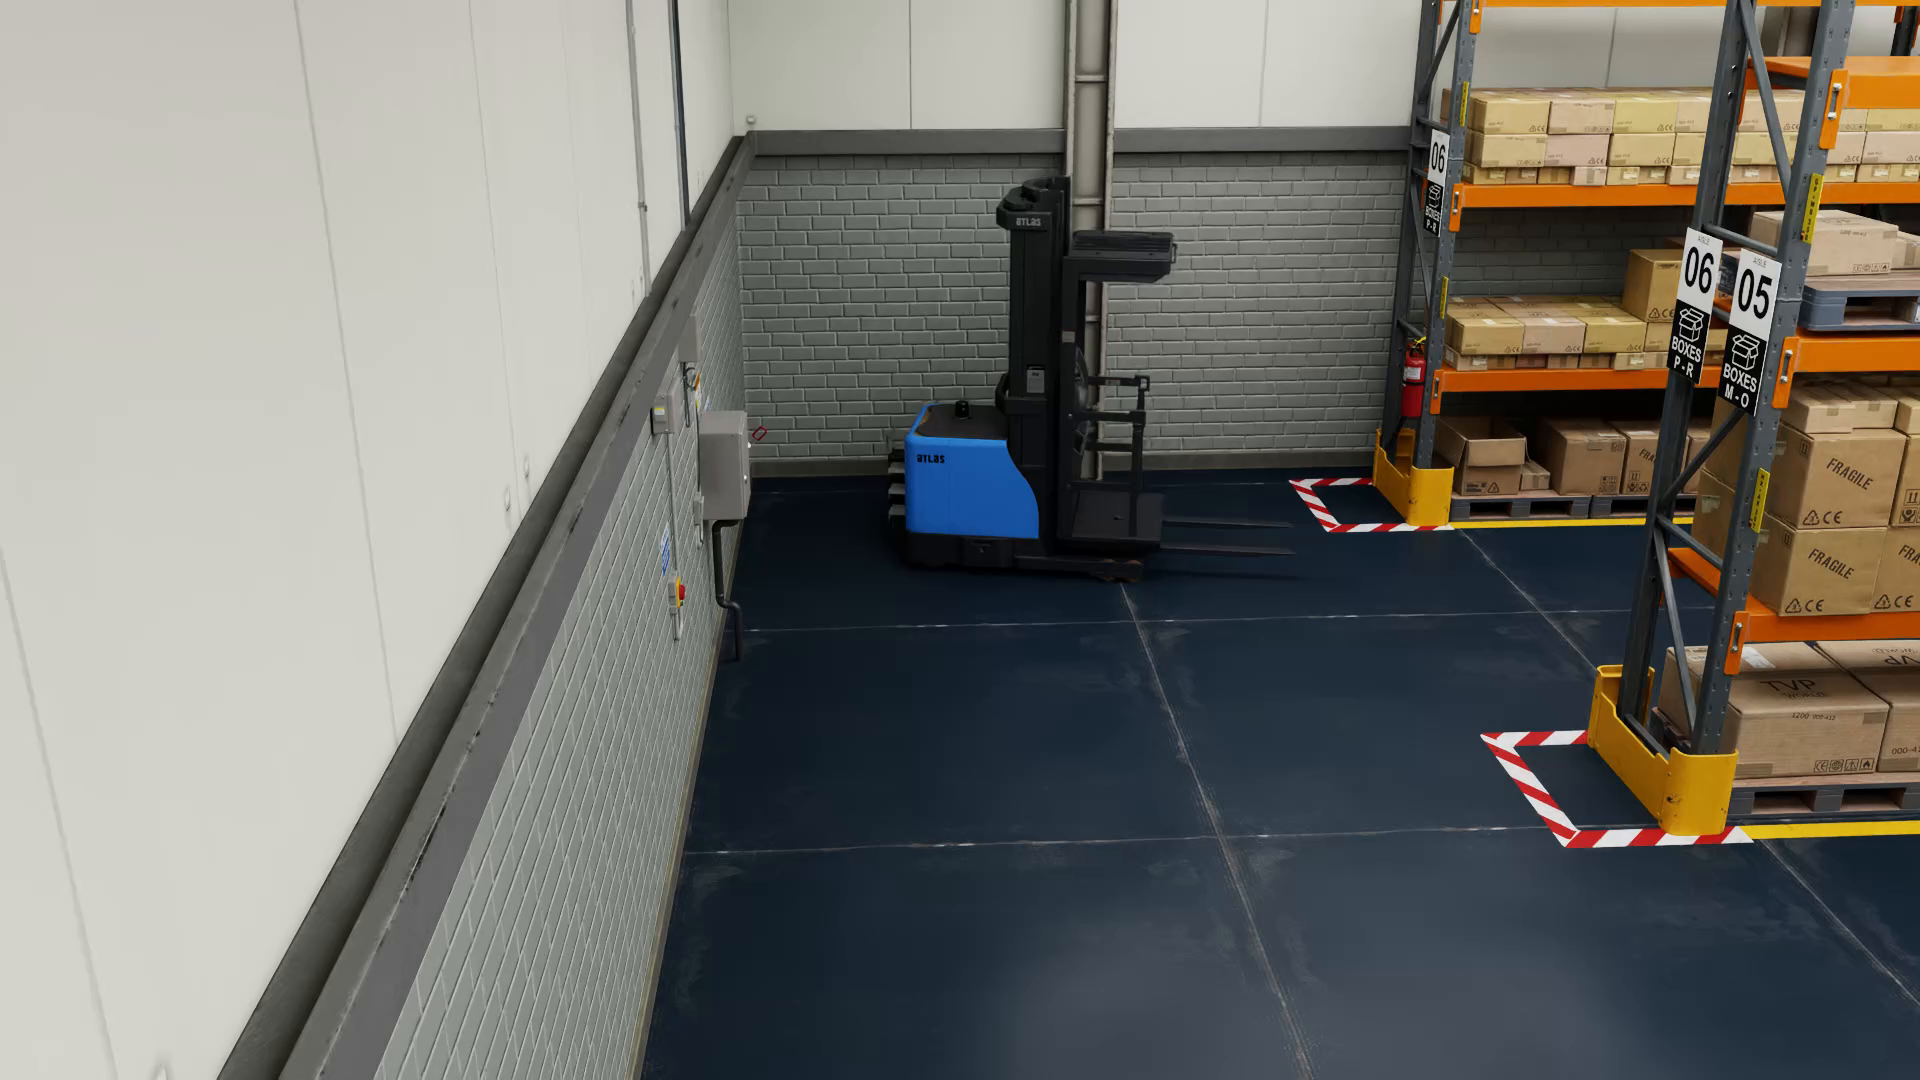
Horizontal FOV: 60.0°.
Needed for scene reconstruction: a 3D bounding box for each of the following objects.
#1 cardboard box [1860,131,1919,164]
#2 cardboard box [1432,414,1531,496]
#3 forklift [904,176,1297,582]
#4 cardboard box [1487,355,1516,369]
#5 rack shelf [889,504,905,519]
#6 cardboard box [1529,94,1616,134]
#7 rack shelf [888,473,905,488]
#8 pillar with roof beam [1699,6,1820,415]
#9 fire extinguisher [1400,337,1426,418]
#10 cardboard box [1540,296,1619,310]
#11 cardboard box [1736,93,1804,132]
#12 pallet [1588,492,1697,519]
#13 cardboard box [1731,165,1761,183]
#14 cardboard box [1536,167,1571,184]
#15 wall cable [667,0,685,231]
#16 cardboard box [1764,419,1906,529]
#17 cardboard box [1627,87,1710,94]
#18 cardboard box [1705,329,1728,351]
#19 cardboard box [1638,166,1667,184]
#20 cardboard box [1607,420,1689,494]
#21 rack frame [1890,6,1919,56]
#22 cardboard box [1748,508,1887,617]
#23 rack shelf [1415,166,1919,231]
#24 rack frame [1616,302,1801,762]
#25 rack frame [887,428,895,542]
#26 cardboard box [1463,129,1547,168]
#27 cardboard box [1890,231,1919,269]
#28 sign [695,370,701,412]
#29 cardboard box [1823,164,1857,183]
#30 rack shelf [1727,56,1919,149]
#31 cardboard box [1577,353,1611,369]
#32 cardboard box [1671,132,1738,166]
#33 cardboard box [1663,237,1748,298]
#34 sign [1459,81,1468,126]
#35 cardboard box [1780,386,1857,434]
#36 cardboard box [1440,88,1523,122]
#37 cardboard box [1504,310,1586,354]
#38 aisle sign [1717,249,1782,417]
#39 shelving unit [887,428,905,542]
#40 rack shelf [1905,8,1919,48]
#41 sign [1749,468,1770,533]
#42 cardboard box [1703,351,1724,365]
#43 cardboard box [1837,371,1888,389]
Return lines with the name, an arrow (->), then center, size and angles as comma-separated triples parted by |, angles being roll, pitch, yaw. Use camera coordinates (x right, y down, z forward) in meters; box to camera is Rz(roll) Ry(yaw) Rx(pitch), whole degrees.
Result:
cardboard box -> 7.353, -3.176, 13.325 | 0.500, 0.250, 0.500 | -1, 21, -3
cardboard box -> 4.443, -0.731, 14.244 | 0.637, 0.503, 0.797 | -2, 21, -5
forklift -> 1.120, -1.248, 12.779 | 3.031, 2.935, 1.130 | 3, 21, 7
cardboard box -> 4.422, -1.536, 13.794 | 0.250, 0.149, 0.380 | -1, 21, -2
rack shelf -> -0.462, -0.245, 13.598 | 0.200, 0.077, 0.258 | 3, 21, 7
cardboard box -> 4.793, -3.351, 13.081 | 0.500, 0.250, 0.500 | -1, 21, -3
rack shelf -> -0.462, -0.497, 13.502 | 0.200, 0.077, 0.258 | 3, 21, 7
pillar with roof beam -> 7.319, -3.385, 9.864 | 0.400, 9.000, 9.100 | -1, 21, -3
fire extinguisher -> 3.706, -1.345, 13.572 | 0.183, 0.674, 0.296 | -1, 21, -3
cardboard box -> 5.280, -1.914, 14.225 | 0.500, 0.250, 0.500 | -1, 21, -1
cardboard box -> 6.317, -3.392, 13.189 | 0.500, 0.250, 0.500 | -1, 21, -2
pallet -> 5.914, -0.461, 14.537 | 1.213, 0.211, 1.003 | -1, 21, -3
cardboard box -> 6.200, -2.964, 13.329 | 0.250, 0.149, 0.380 | -1, 21, -3
cardboard box -> 4.676, -2.945, 13.278 | 0.250, 0.149, 0.380 | -1, 21, -3
wall cable -> -1.589, -2.815, 8.368 | 0.029, 3.000, 2.355 | -1, 21, -3
cardboard box -> 4.609, -0.382, 8.864 | 0.500, 0.500, 0.500 | -2, 21, -4
cardboard box -> 5.789, -3.561, 13.632 | 0.500, 0.250, 0.500 | -1, 21, -3
cardboard box -> 6.328, -1.755, 13.808 | 0.500, 0.250, 0.500 | -1, 21, -3
cardboard box -> 5.435, -2.948, 13.287 | 0.250, 0.149, 0.380 | -1, 21, -4
cardboard box -> 5.832, -0.709, 14.189 | 0.500, 0.500, 0.500 | -1, 21, -2
rack frame -> 7.820, -4.608, 13.077 | 0.127, 3.000, 1.000 | -1, 21, -3
cardboard box -> 4.609, 0.086, 9.040 | 0.500, 0.500, 0.500 | -1, 21, -3
rack shelf -> 5.823, -2.829, 13.632 | 4.000, 0.370, 1.077 | -1, 21, -3
rack frame -> 4.114, 0.040, 9.300 | 0.127, 3.000, 1.000 | -1, 21, -3
rack frame -> -0.563, -0.449, 13.535 | 0.006, 0.900, 0.240 | 3, 21, 7
cardboard box -> 4.285, -3.106, 13.139 | 0.500, 0.250, 0.500 | -1, 21, -4
cardboard box -> 4.972, -1.565, 8.923 | 0.250, 0.149, 0.380 | -3, 21, -7
sign -> -1.692, -0.948, 10.735 | 0.001, 0.242, 0.339 | -1, 21, -3
cardboard box -> 6.965, -2.970, 13.344 | 0.250, 0.149, 0.380 | 0, 21, -1
rack shelf -> 6.111, -2.281, 8.538 | 4.000, 0.370, 1.077 | -1, 21, -3
cardboard box -> 5.203, -1.545, 13.816 | 0.250, 0.149, 0.380 | -1, 21, -2
cardboard box -> 5.818, -3.148, 13.251 | 0.500, 0.250, 0.500 | -1, 21, -4
cardboard box -> 6.318, -2.288, 14.153 | 0.500, 0.500, 0.500 | -2, 21, -5
sign -> 3.858, -3.340, 12.735 | 0.005, 0.325, 0.100 | -1, 21, -3
cardboard box -> 4.484, -0.686, 8.749 | 0.250, 0.149, 0.380 | -1, 21, -2
cardboard box -> 4.254, -3.536, 13.566 | 0.500, 0.250, 0.500 | -2, 21, -5
cardboard box -> 4.798, -1.716, 13.704 | 0.500, 0.250, 0.500 | -1, 21, -2
aisle sign -> 4.058, -1.070, 8.563 | 0.004, 0.787, 0.394 | -1, 21, -3
shelving unit -> -0.462, -0.444, 13.522 | 0.210, 0.900, 0.258 | 3, 21, 7
rack shelf -> 9.817, -4.125, 13.382 | 4.000, 0.370, 1.077 | -1, 21, -3
sign -> 4.139, -0.204, 8.613 | 0.005, 0.325, 0.100 | -1, 21, -3
cardboard box -> 6.219, -1.587, 13.928 | 0.250, 0.149, 0.380 | -1, 21, -2
cardboard box -> 4.966, -0.904, 9.323 | 0.250, 0.149, 0.380 | -1, 21, -4
